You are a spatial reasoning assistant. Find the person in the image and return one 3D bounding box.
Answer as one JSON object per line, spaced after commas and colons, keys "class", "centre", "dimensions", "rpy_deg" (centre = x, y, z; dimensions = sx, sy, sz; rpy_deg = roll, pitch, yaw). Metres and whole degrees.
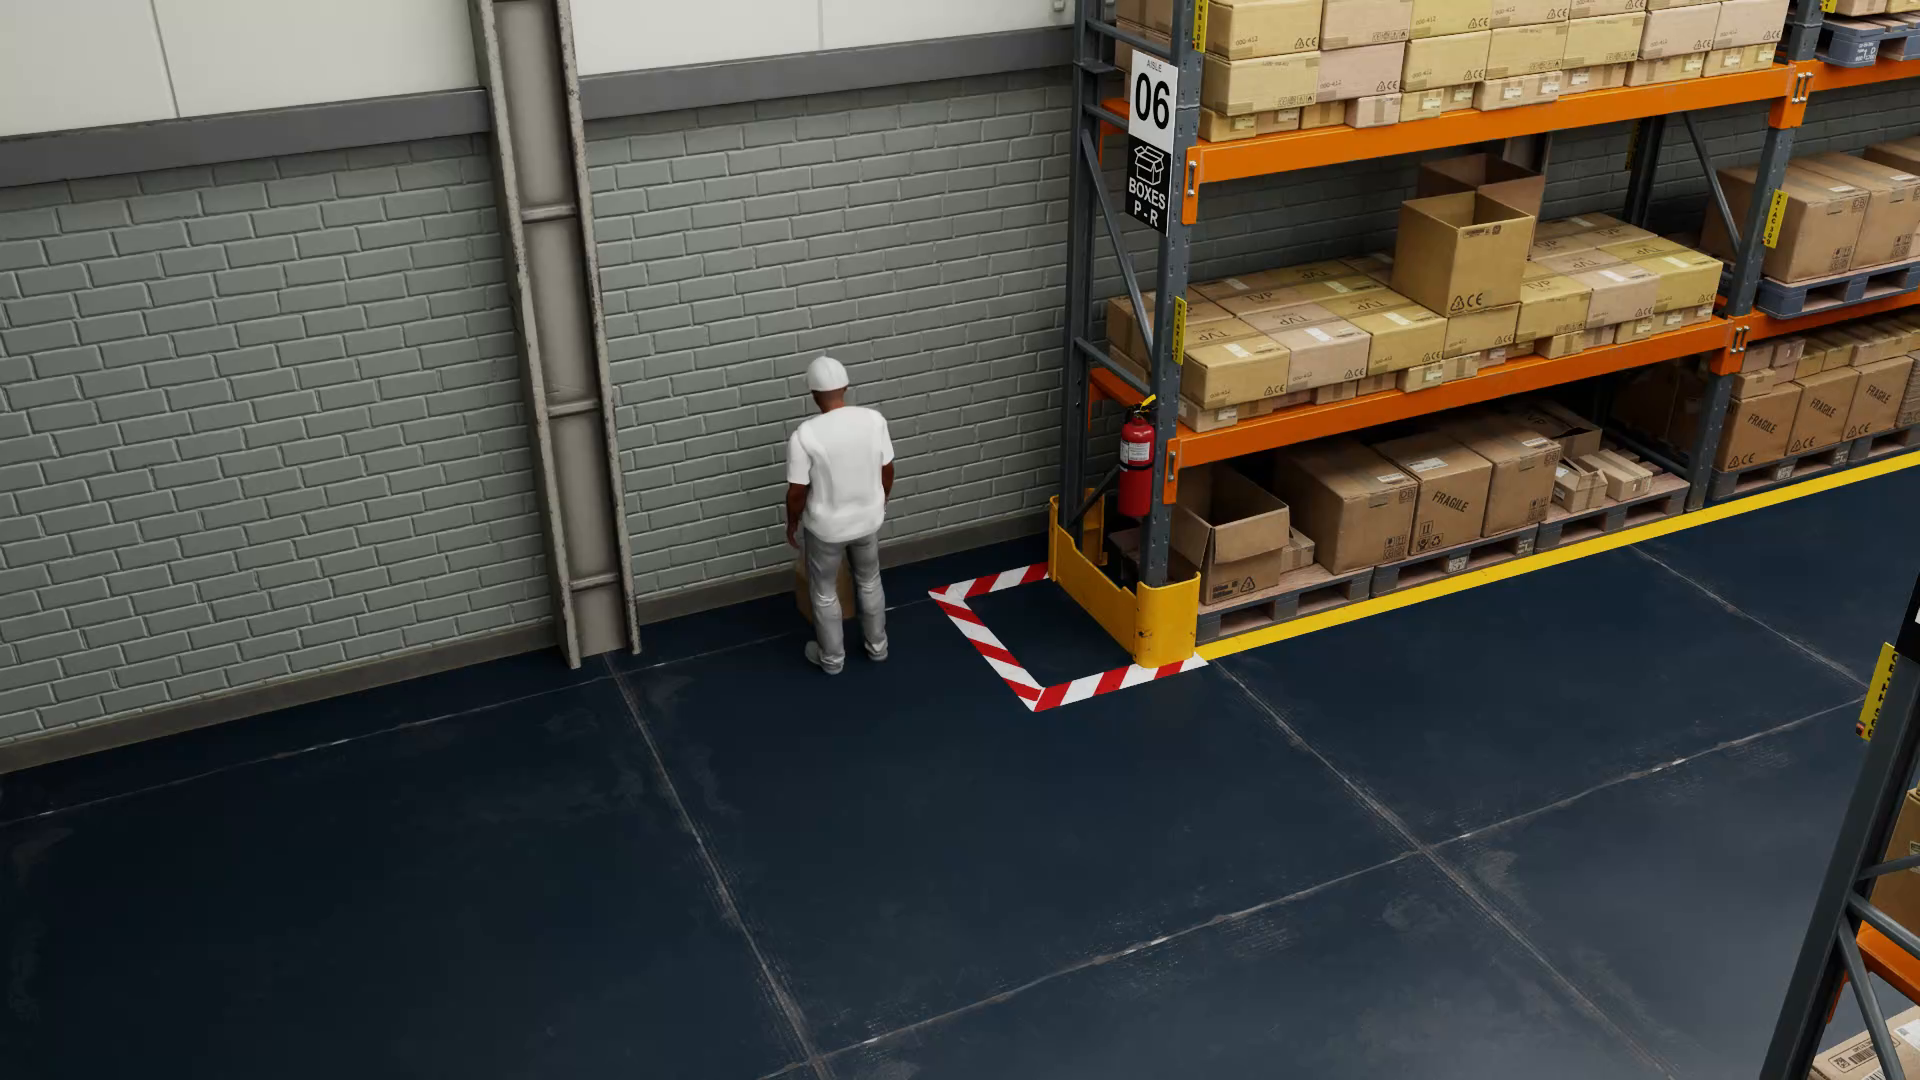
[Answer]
{"class": "person", "centre": [-0.623, -0.116, 8.639], "dimensions": [0.601, 1.763, 0.443], "rpy_deg": [-14, 32, -23]}
